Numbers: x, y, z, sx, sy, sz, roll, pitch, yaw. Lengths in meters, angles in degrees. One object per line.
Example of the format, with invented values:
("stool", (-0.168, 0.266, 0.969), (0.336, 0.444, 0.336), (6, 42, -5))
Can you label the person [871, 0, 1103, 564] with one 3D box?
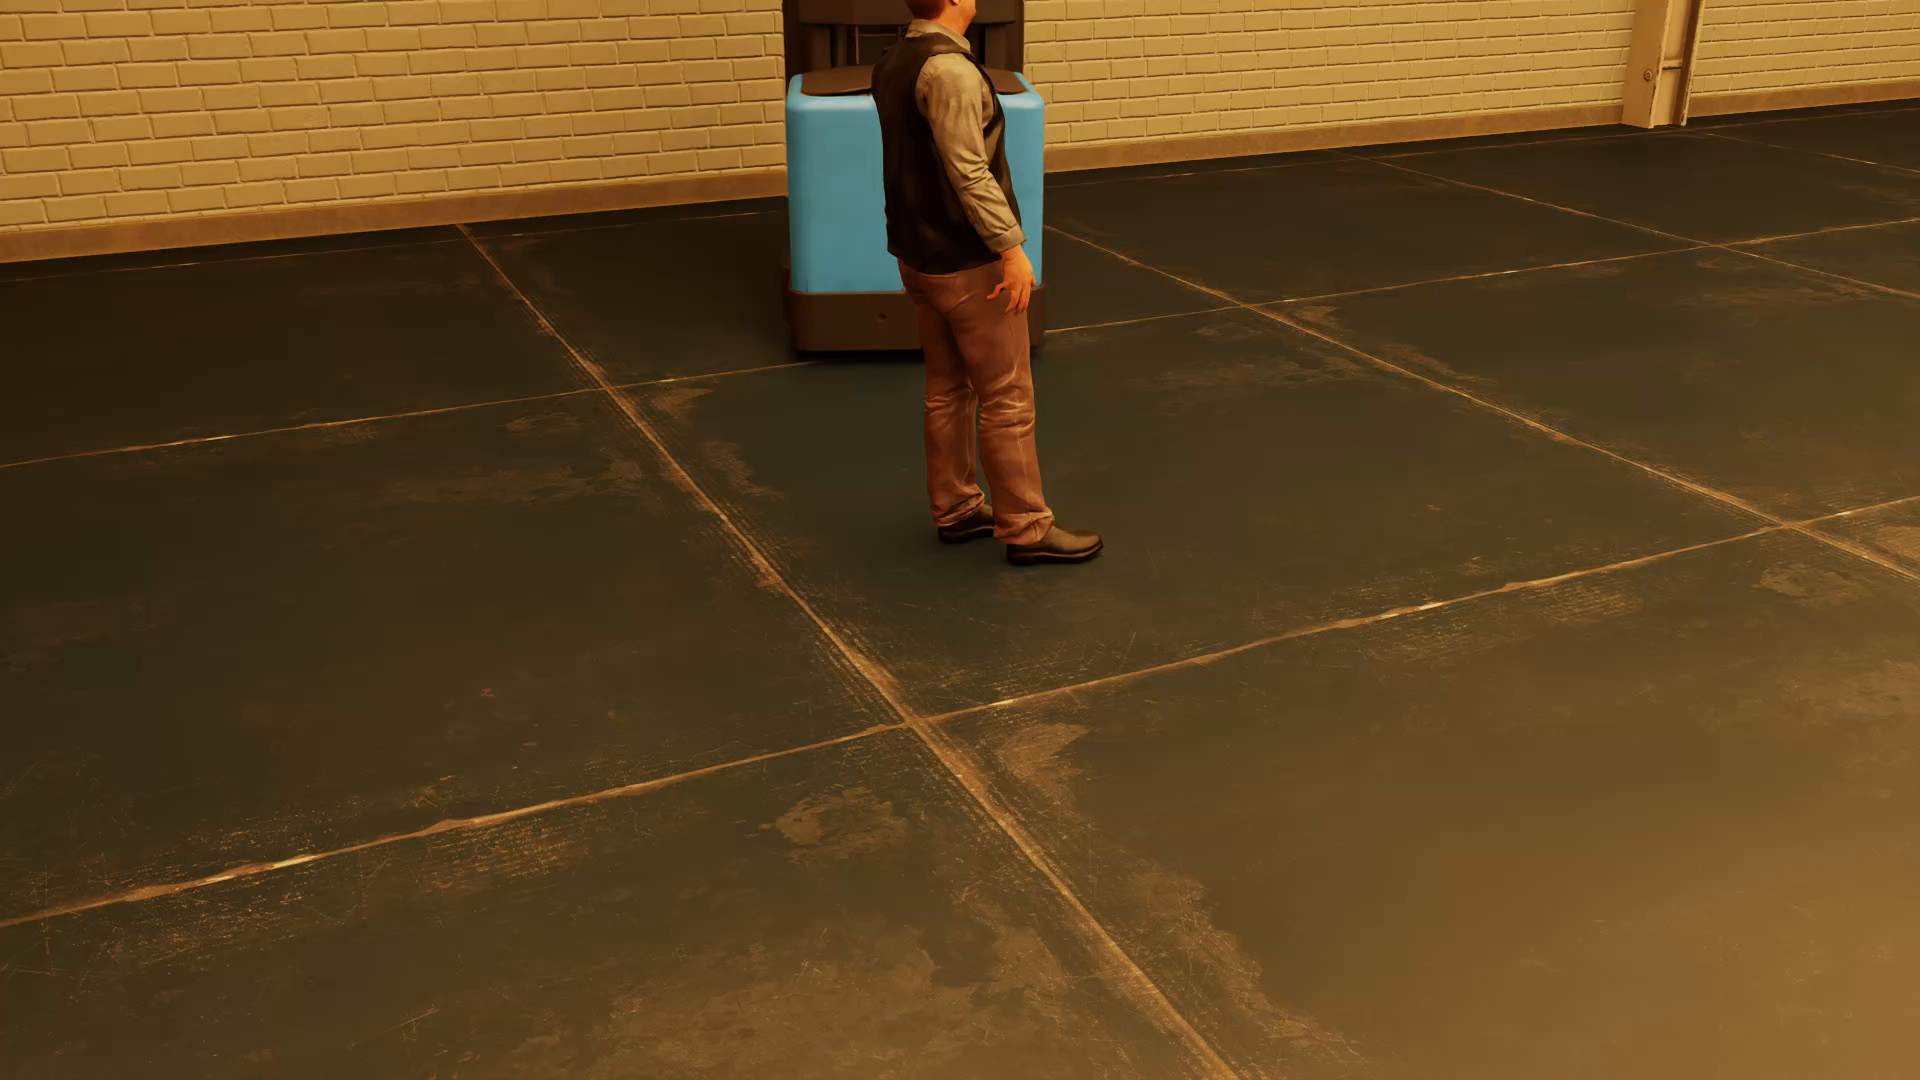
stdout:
("person", (0.060, -0.809, 4.791), (0.568, 1.720, 0.632), (-10, 25, -23))

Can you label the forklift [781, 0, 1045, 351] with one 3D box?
("forklift", (-0.272, -2.644, 7.651), (1.130, 2.935, 3.031), (-2, 23, -4))
